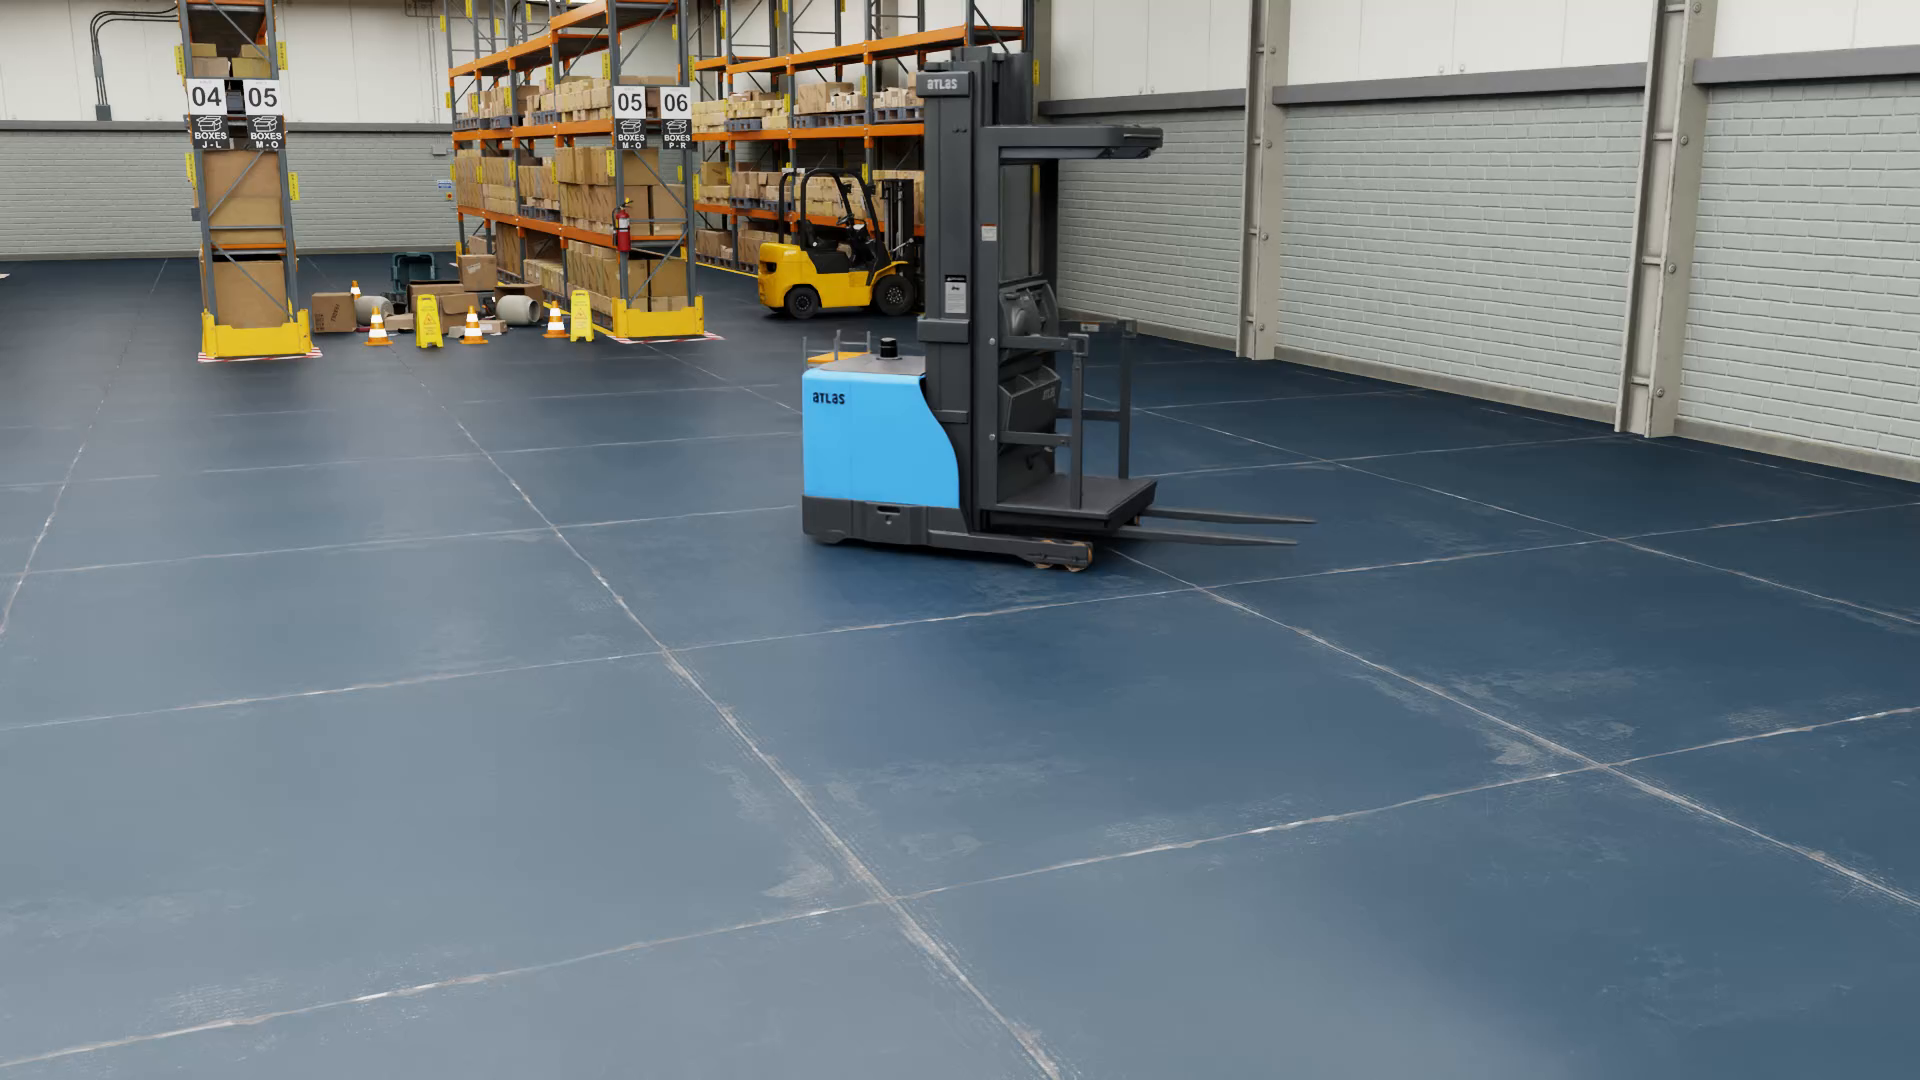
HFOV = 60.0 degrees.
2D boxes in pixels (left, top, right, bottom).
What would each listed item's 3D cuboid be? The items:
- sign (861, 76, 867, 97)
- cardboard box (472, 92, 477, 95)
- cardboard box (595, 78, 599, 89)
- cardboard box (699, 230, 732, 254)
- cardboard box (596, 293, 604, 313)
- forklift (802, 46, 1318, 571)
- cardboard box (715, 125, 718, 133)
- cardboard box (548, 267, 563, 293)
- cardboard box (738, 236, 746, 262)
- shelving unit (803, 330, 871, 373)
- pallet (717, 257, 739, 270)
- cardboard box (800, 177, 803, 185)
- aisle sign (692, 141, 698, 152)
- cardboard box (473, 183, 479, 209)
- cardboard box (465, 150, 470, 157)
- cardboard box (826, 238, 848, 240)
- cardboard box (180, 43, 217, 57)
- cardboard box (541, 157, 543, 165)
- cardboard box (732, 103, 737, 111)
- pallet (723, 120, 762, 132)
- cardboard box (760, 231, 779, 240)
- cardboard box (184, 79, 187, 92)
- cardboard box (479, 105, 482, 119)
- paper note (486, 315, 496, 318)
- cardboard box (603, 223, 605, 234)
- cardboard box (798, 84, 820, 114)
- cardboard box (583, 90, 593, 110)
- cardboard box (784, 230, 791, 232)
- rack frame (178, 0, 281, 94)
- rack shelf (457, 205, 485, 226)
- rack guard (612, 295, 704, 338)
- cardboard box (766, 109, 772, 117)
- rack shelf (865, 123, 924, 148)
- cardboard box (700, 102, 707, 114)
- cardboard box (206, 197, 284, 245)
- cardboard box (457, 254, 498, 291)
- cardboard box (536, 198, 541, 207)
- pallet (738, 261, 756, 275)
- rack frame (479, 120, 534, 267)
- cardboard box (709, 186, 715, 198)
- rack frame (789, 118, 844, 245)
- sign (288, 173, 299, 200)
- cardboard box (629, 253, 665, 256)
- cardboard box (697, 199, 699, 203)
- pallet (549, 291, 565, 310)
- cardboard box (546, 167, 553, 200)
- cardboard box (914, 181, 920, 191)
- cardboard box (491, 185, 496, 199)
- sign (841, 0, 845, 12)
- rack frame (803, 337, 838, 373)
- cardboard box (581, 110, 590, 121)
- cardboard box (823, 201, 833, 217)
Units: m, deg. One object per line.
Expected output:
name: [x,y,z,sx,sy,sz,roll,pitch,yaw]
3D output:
sign: [-1.539,-7.280,26.675,0.100,0.325,0.005,-6,14,-23]
cardboard box: [-9.366,-8.709,33.311,0.797,0.503,0.637,-4,14,-19]
cardboard box: [-4.729,-6.176,22.537,0.380,0.149,0.250,-6,14,-23]
cardboard box: [-5.387,-6.615,36.913,0.700,0.500,0.500,-5,14,-21]
cardboard box: [-4.760,-3.304,23.161,0.500,0.250,0.500,-6,14,-23]
forklift: [0.598,-1.382,9.840,3.031,2.935,1.130,5,14,21]
cardboard box: [-4.954,-8.662,35.049,0.380,0.149,0.250,-6,14,-23]
cardboard box: [-6.095,-4.196,26.744,0.950,0.372,0.625,-5,14,-19]
cardboard box: [-4.262,-5.984,34.184,0.500,0.500,0.500,-5,14,-21]
shelving unit: [-0.800,-0.759,10.989,0.258,1.200,0.503,5,14,22]
pallet: [-4.524,-5.901,35.397,1.003,0.211,1.213,-6,14,-23]
cardboard box: [-2.682,-6.508,30.177,0.380,0.149,0.250,-5,14,-22]
aisle sign: [-6.149,-9.198,37.693,0.394,0.787,0.004,-6,14,-23]
cardboard box: [-9.428,-6.895,33.289,0.500,0.500,0.500,-6,14,-24]
cardboard box: [-9.928,-7.924,34.076,0.380,0.149,0.250,-6,14,-24]
cardboard box: [-2.410,-5.208,30.557,0.875,0.625,0.625,-5,14,-21]
cardboard box: [-8.931,-5.741,19.504,0.380,0.149,0.250,-5,14,-22]
cardboard box: [-7.168,-6.502,29.370,0.500,0.500,0.500,-6,14,-25]
cardboard box: [-4.360,-8.704,33.419,0.380,0.149,0.250,-5,14,-22]
pallet: [-4.053,-8.346,33.542,1.213,0.211,1.003,-6,14,-23]
cardboard box: [-3.770,-6.058,33.065,0.380,0.149,0.250,-5,14,-21]
cardboard box: [-8.928,-5.351,19.591,0.380,0.149,0.250,-6,14,-23]
cardboard box: [-8.917,-8.134,31.575,0.396,0.266,0.258,-6,14,-23]
paper note: [-6.943,-3.305,24.583,0.148,0.019,0.142,-6,14,-23]
cardboard box: [-4.622,-4.222,22.515,0.380,0.149,0.250,-6,14,-24]
cardboard box: [-2.581,-7.883,29.748,0.500,0.500,0.500,-5,14,-22]
cardboard box: [-4.854,-6.014,22.724,0.500,0.250,0.500,-5,14,-21]
cardboard box: [-3.435,-6.154,33.483,0.380,0.149,0.250,-5,14,-21]
rack frame: [-8.485,-6.644,19.118,1.000,3.000,0.127,-6,14,-23]
rack shelf: [-9.598,-6.731,34.395,1.077,0.370,4.000,-6,14,-23]
rack guard: [-4.020,-2.987,22.166,1.175,0.500,0.348,-6,14,-23]
cardboard box: [-3.502,-8.193,31.913,0.380,0.149,0.250,-5,14,-21]
rack shelf: [-0.244,-6.162,25.285,1.077,0.370,4.000,-6,14,-23]
cardboard box: [-5.291,-9.292,35.779,0.500,0.250,0.500,-5,14,-21]
cardboard box: [-8.675,-3.867,20.091,0.875,0.550,0.550,-6,14,-23]
cardboard box: [-7.211,-3.999,24.862,0.500,0.500,0.500,-6,14,-23]
cardboard box: [-6.825,-5.616,27.610,0.380,0.149,0.250,-5,14,-20]
pallet: [-3.890,-5.594,34.072,1.003,0.211,1.213,-6,14,-23]
rack frame: [-8.797,-6.668,32.529,1.000,3.000,0.127,-6,14,-23]
cardboard box: [-5.079,-7.479,35.704,0.500,0.250,0.500,-6,14,-23]
rack frame: [-2.648,-6.291,30.898,1.000,3.000,0.127,-6,14,-23]
sign: [-7.974,-4.230,19.899,0.100,0.325,0.005,-6,14,-23]
cardboard box: [-4.476,-3.828,23.760,0.500,0.500,0.500,-5,14,-22]
cardboard box: [-5.646,-7.571,36.988,0.380,0.149,0.250,-5,14,-21]
pallet: [-5.905,-3.818,26.396,1.003,0.211,1.213,-6,14,-23]
cardboard box: [-6.187,-5.591,26.060,0.500,0.500,0.500,-6,14,-23]
cardboard box: [-0.558,-5.418,25.468,0.380,0.149,0.250,-6,14,-24]
cardboard box: [-8.466,-6.510,31.071,0.500,0.250,0.500,-5,14,-22]
sign: [-2.141,-9.797,30.319,0.100,0.325,0.005,-6,14,-23]
rack frame: [-0.893,-0.708,10.769,0.240,1.200,0.015,5,14,22]
cardboard box: [-5.045,-5.890,23.070,0.380,0.149,0.250,-6,14,-24]
cardboard box: [-2.078,-5.787,29.052,0.500,0.250,0.500,-5,14,-21]
